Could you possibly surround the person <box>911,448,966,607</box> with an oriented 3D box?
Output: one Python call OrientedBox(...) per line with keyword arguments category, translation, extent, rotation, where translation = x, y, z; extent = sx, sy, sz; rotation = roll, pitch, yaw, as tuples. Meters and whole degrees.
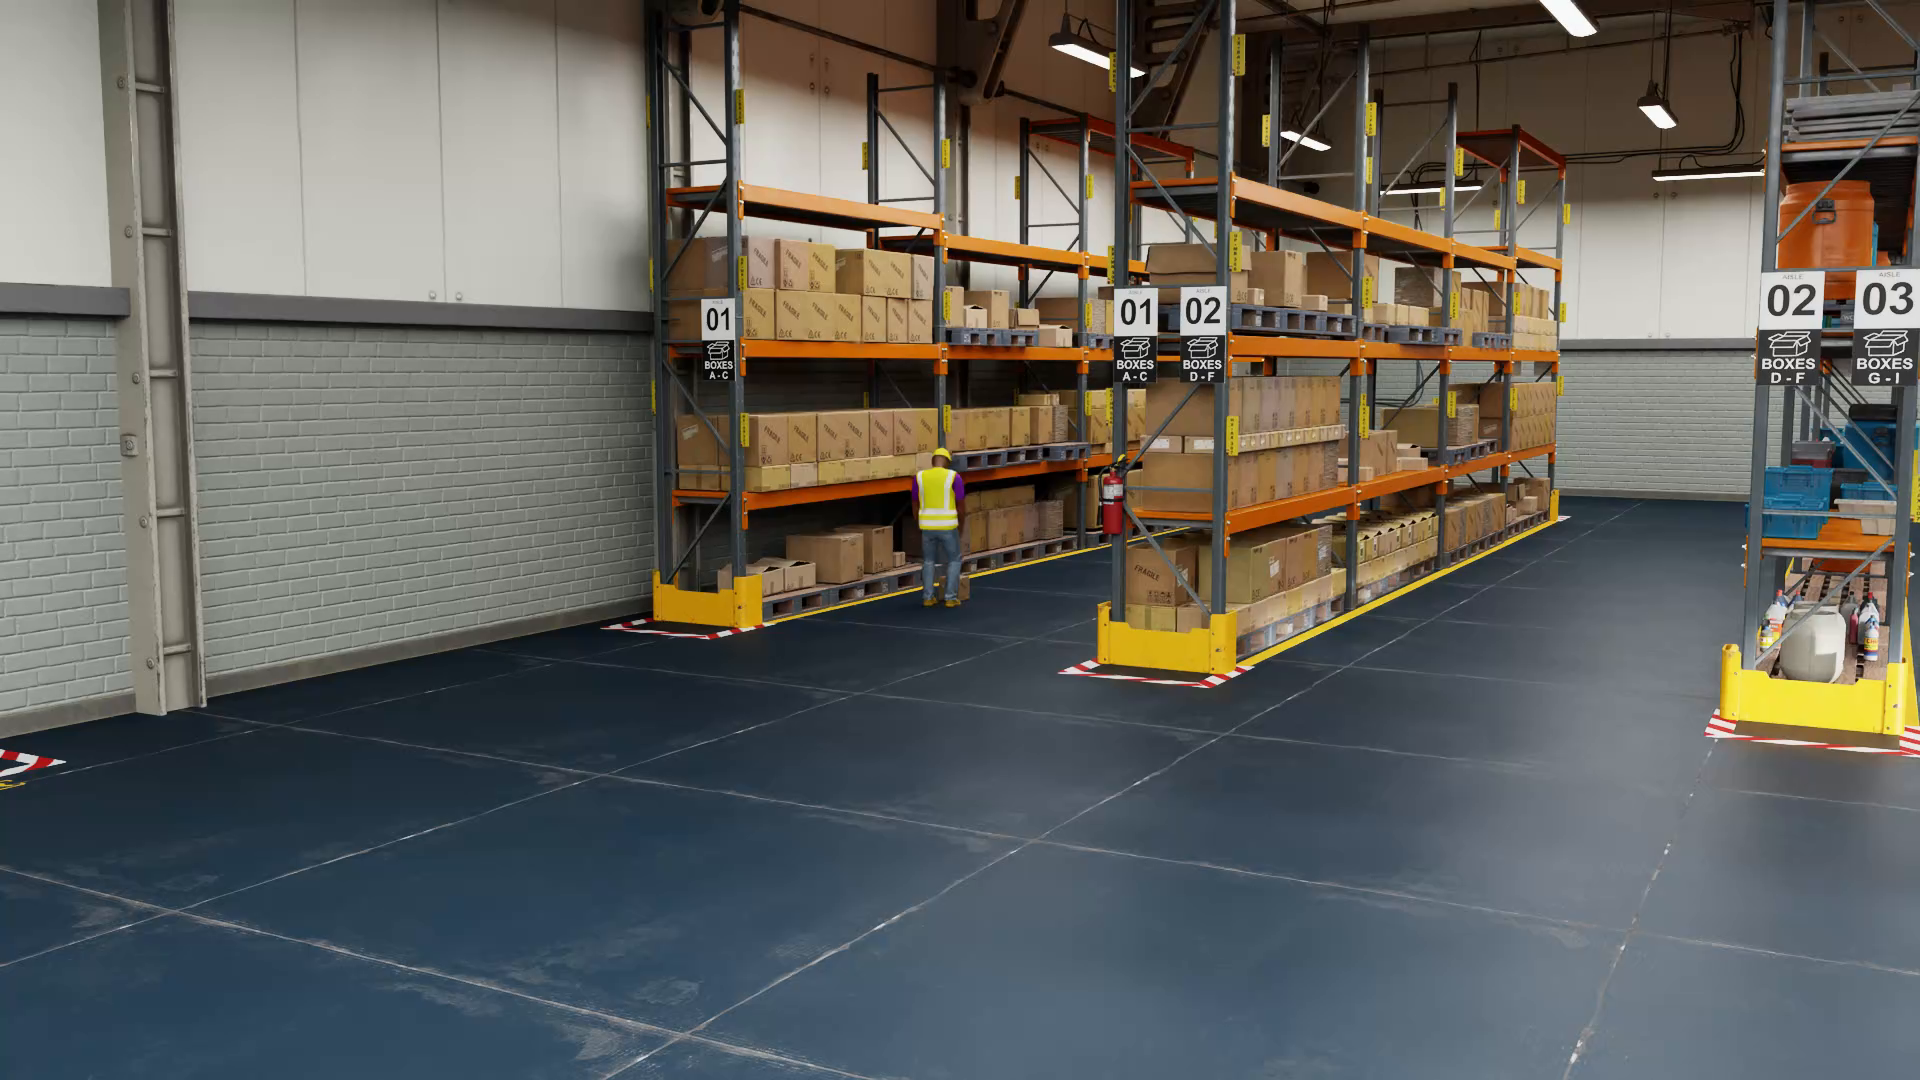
OrientedBox(category="person", translation=(-0.230, -0.138, 17.788), extent=(0.602, 1.683, 0.511), rotation=(2, 6, 17))
